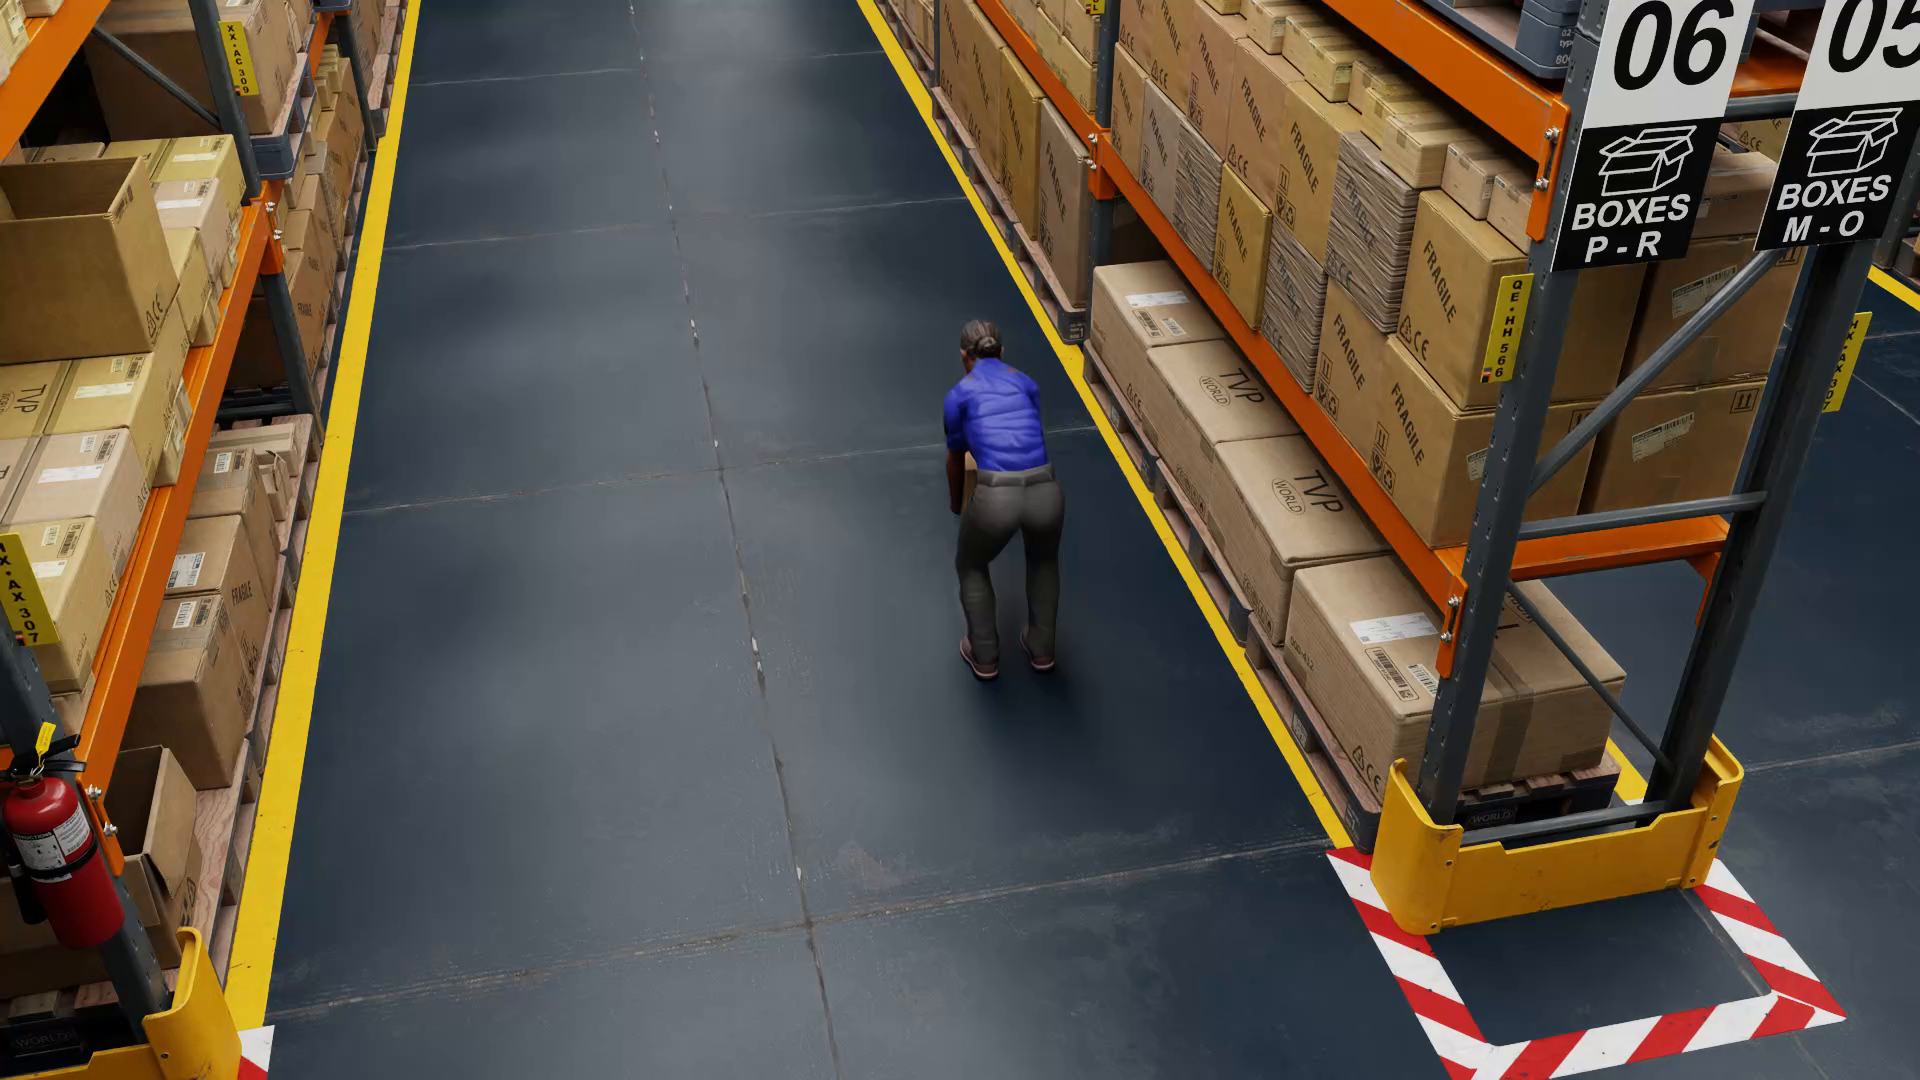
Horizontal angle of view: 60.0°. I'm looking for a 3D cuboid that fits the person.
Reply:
[{"bbox_3d":[0.162,-0.153,6.676,0.422,1.317,0.787,-7,35,-11],"label":"person"}]
